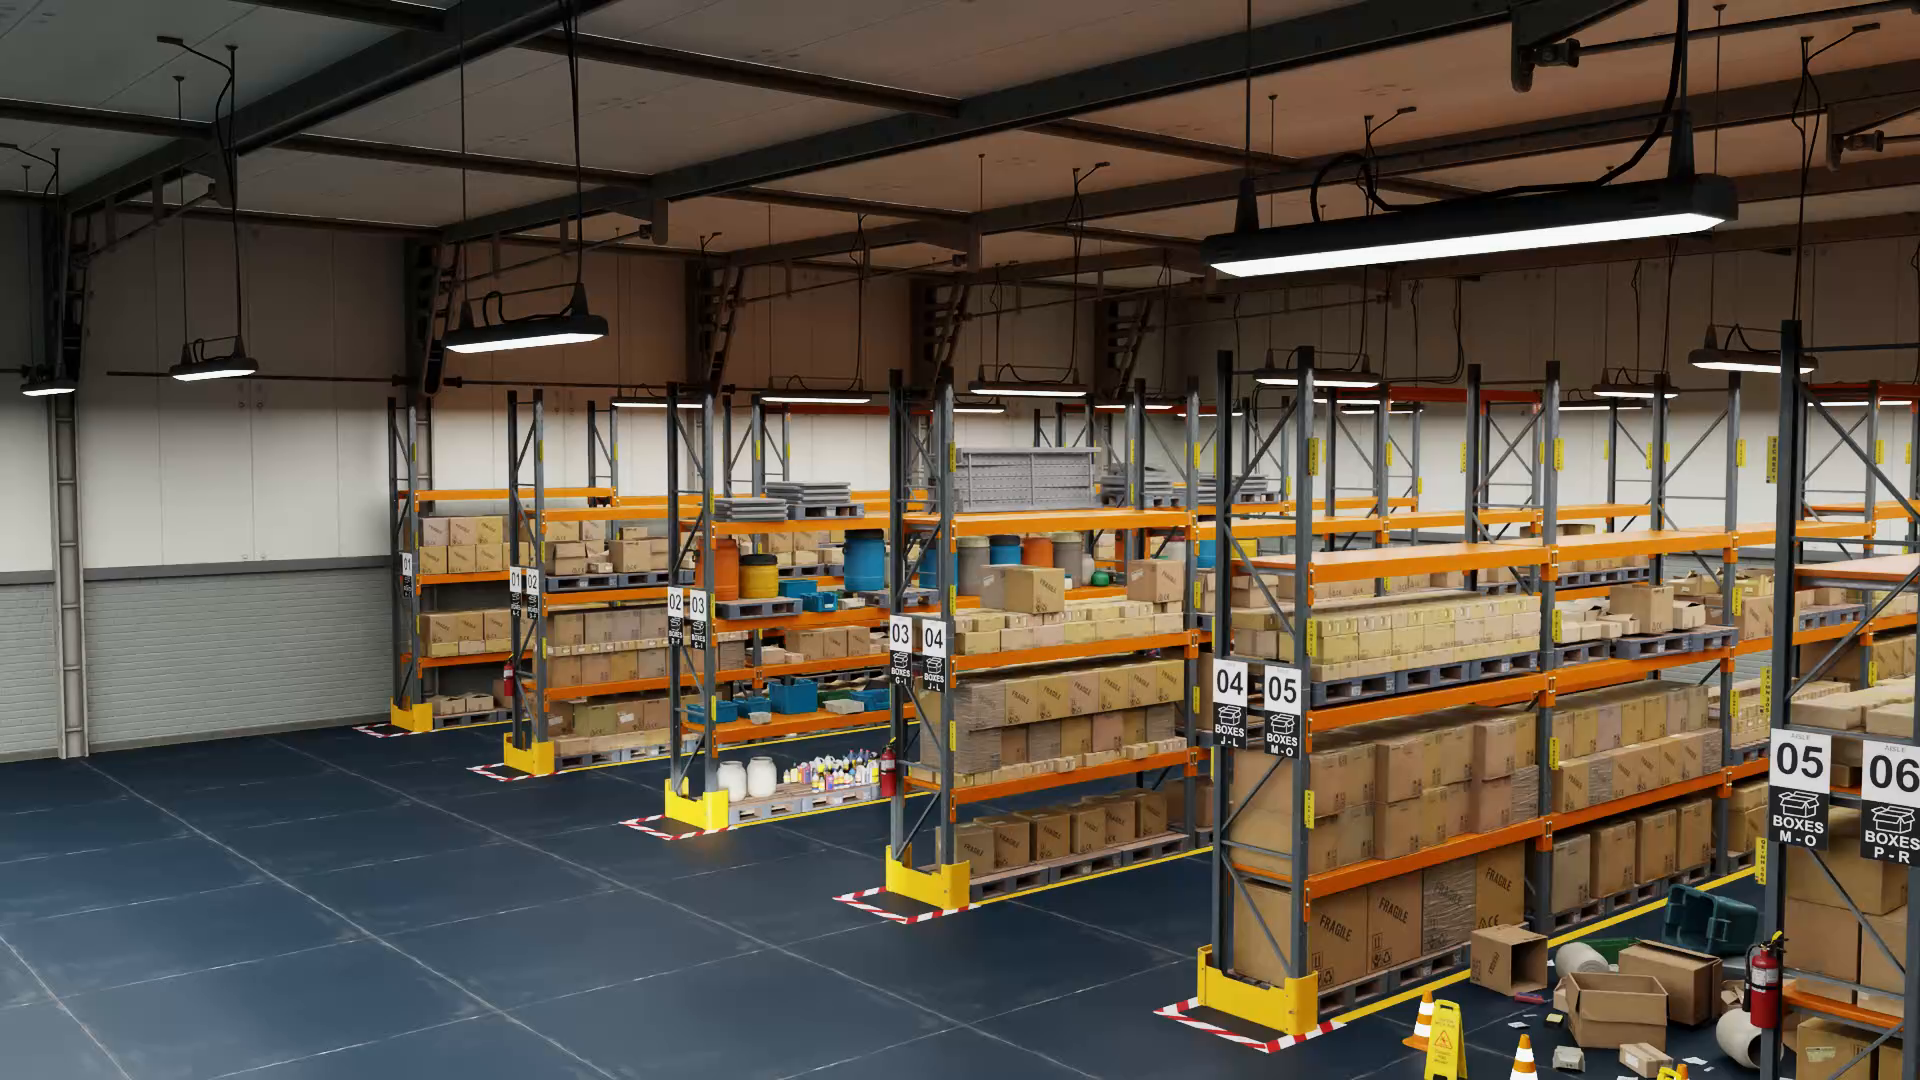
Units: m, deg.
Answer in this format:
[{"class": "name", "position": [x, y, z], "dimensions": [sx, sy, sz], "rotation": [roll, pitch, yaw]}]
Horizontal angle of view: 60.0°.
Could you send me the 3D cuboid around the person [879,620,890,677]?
[{"class": "person", "position": [-1.410, 2.398, 33.980], "dimensions": [0.559, 1.580, 0.732], "rotation": [2, 4, 35]}]
